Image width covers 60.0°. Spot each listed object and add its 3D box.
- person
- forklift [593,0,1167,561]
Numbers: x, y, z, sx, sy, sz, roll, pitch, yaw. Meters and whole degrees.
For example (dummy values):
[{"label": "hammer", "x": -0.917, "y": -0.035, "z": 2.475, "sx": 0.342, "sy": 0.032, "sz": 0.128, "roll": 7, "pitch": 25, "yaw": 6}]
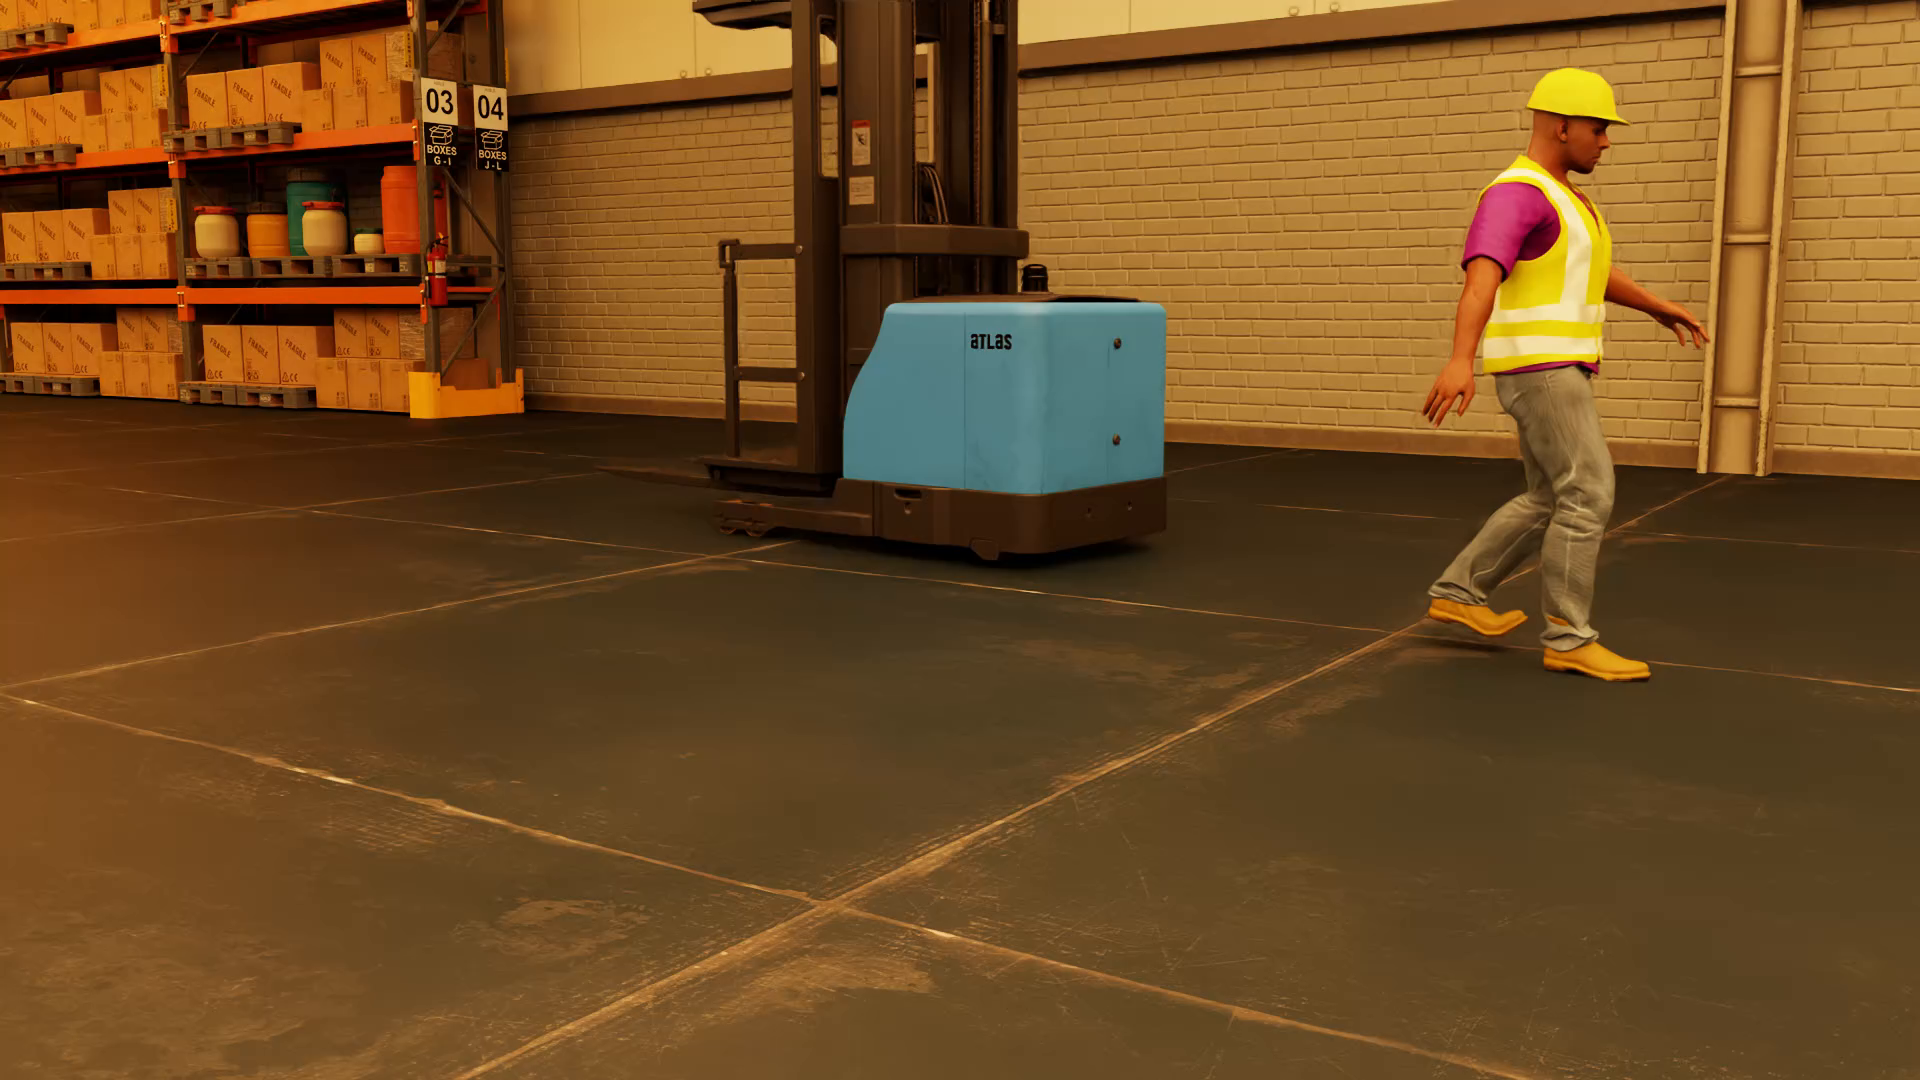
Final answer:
[{"label": "person", "x": 1.751, "y": -0.494, "z": 4.902, "sx": 0.740, "sy": 1.745, "sz": 0.982, "roll": 5, "pitch": 9, "yaw": 30}, {"label": "forklift", "x": -0.538, "y": -1.509, "z": 7.806, "sx": 3.031, "sy": 2.935, "sz": 1.130, "roll": 7, "pitch": 10, "yaw": 39}]
